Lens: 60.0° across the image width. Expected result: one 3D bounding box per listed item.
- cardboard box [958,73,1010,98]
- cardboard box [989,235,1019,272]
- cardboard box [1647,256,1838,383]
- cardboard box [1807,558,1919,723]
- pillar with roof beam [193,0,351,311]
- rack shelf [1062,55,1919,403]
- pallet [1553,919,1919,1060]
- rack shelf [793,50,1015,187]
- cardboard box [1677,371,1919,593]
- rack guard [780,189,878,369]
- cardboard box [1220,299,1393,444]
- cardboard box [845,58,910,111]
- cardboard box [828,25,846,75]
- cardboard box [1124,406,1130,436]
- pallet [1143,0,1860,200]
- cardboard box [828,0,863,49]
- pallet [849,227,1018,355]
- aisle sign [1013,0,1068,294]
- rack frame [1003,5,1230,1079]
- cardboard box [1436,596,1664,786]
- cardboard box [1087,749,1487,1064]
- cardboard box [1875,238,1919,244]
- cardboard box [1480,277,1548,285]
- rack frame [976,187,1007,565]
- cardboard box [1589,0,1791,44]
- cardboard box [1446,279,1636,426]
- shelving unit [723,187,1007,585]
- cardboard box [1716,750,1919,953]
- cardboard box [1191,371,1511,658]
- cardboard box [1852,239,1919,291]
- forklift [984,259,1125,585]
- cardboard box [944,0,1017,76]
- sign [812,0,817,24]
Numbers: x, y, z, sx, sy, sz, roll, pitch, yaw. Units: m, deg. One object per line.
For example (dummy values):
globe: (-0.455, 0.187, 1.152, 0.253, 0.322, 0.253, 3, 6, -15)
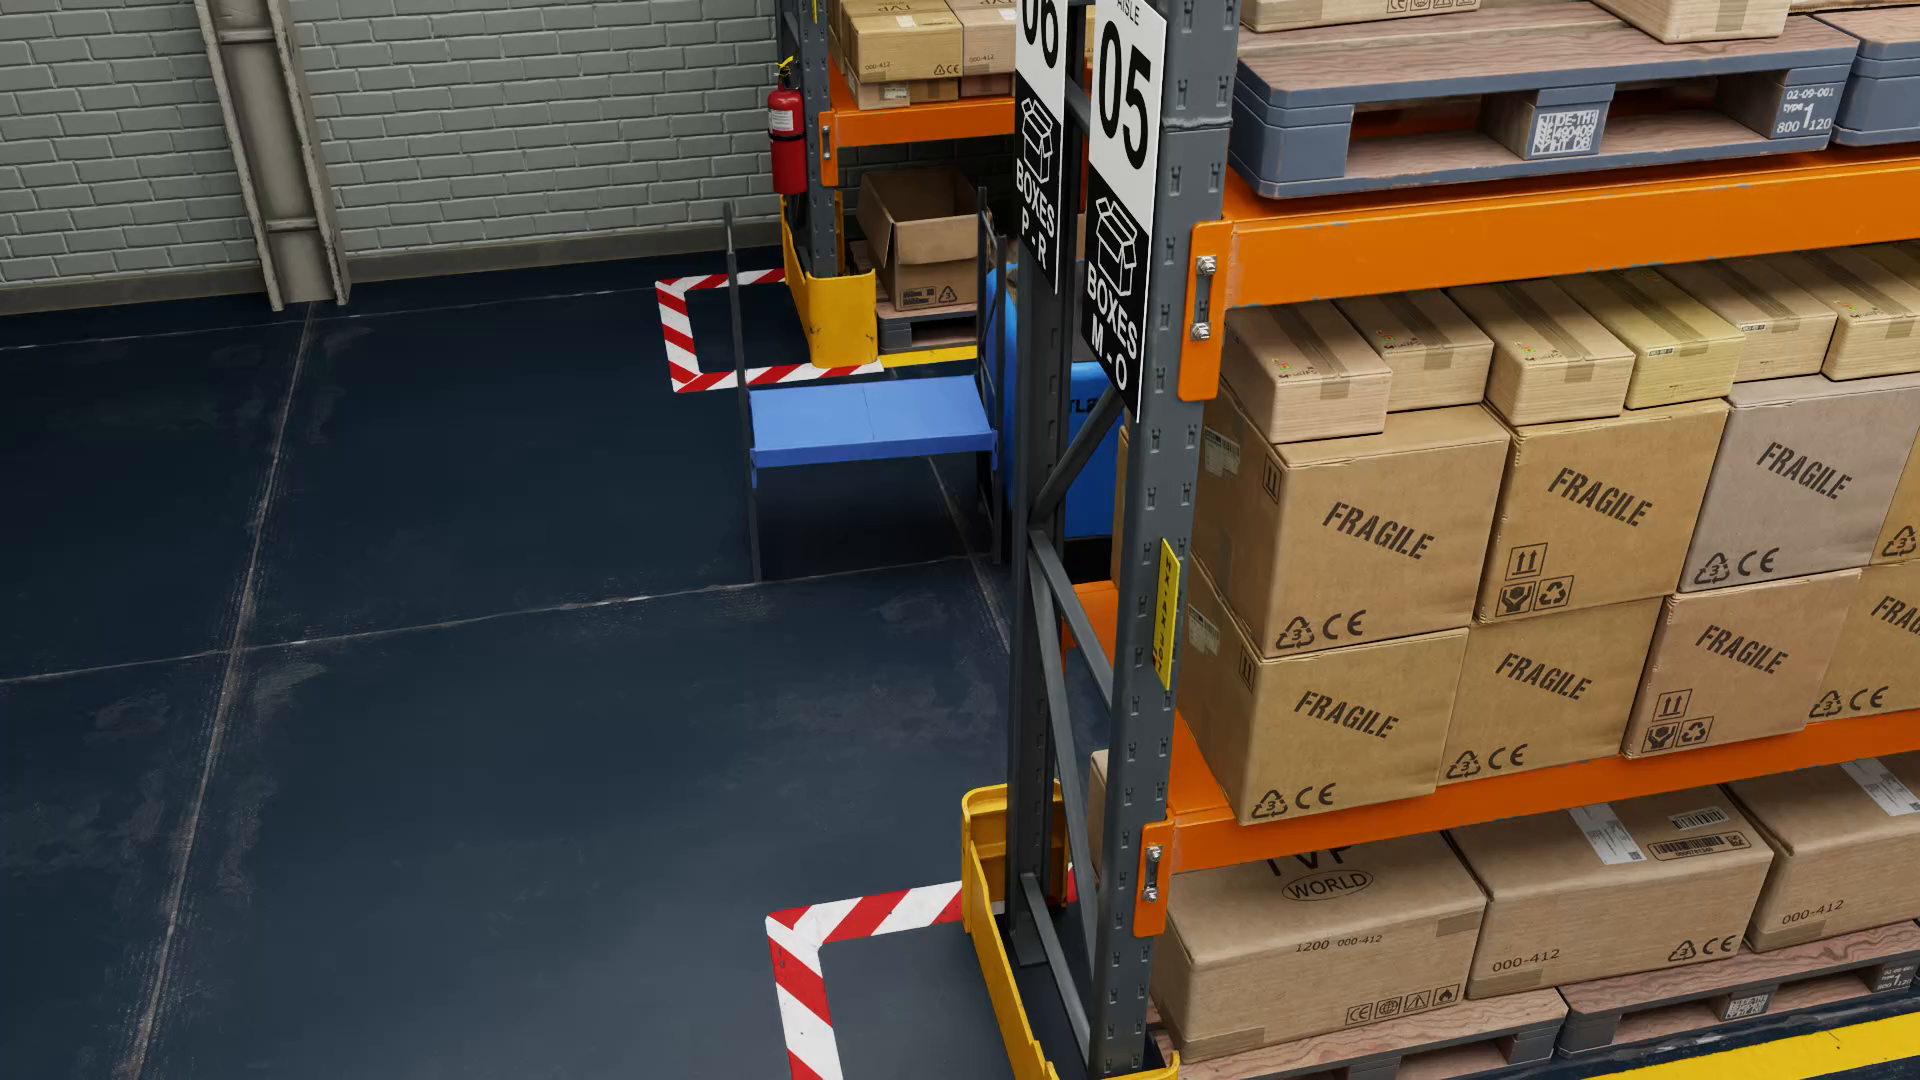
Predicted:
cardboard box: (0.082, -2.344, 8.276, 0.250, 0.149, 0.380, -8, 35, -11)
cardboard box: (0.255, -1.495, 8.967, 0.250, 0.149, 0.380, -9, 35, -12)
cardboard box: (1.736, -0.515, 3.756, 0.250, 0.149, 0.380, -7, 34, -10)
cardboard box: (2.317, 0.103, 4.315, 0.500, 0.500, 0.500, -6, 34, -9)
pillar with roof beam: (-2.665, -2.759, 3.286, 0.400, 9.000, 9.100, -7, 35, -11)
rack shelf: (2.264, -0.945, 3.920, 4.000, 0.370, 1.077, -7, 35, -11)
pallet: (2.263, 1.117, 5.396, 1.213, 0.211, 1.003, -7, 35, -11)
rack shelf: (1.165, -2.397, 8.775, 4.000, 0.370, 1.077, -7, 35, -11)
cardboard box: (1.847, -0.248, 3.940, 0.500, 0.500, 0.500, -7, 35, -11)
rack guard: (-0.712, -1.421, 8.919, 0.348, 0.500, 1.175, -7, 35, -11)
cardboard box: (0.720, -0.371, 3.542, 0.250, 0.149, 0.380, -6, 34, -10)
cardboard box: (-0.405, -2.236, 8.116, 0.250, 0.149, 0.380, -7, 35, -11)
cardboard box: (-0.522, -2.532, 8.556, 0.250, 0.149, 0.380, -8, 35, -11)
cardboard box: (0.731, -0.397, 4.163, 0.500, 0.500, 0.500, -6, 34, -9)
pallet: (1.034, -1.058, 3.522, 1.213, 0.211, 1.003, -7, 35, -11)
cardboard box: (-0.396, -2.711, 8.466, 0.500, 0.250, 0.500, -6, 34, -9)
pallet: (0.066, -1.399, 9.146, 1.213, 0.211, 1.003, -7, 35, -11)
aisle sign: (0.174, -0.991, 3.702, 0.004, 0.787, 0.394, -7, 35, -11)
rack frame: (0.313, 0.248, 4.189, 0.127, 3.000, 1.000, -7, 35, -11)
cardboard box: (1.332, 0.226, 4.131, 0.500, 0.500, 0.500, -8, 35, -11)
cardboard box: (0.935, 1.002, 4.987, 0.875, 0.438, 0.875, -8, 35, -12)
cardboard box: (2.360, -0.895, 4.323, 0.250, 0.149, 0.380, -7, 35, -10)
cardboard box: (1.349, -0.761, 4.124, 0.250, 0.149, 0.380, -6, 34, -9)
rack frame: (0.124, -0.655, 6.881, 0.032, 1.500, 0.500, -5, 34, -7)
cardboard box: (1.425, -1.118, 3.291, 0.250, 0.149, 0.380, -6, 34, -9)
cardboard box: (1.239, -0.412, 3.603, 0.250, 0.149, 0.380, -6, 34, -9)
shelving unit: (-0.379, -0.613, 6.818, 1.048, 1.500, 0.538, -5, 34, -7)
cardboard box: (2.705, 0.775, 5.326, 0.875, 0.438, 0.875, -8, 35, -12)
cardboard box: (0.844, -0.113, 3.739, 0.500, 0.500, 0.500, -8, 35, -12)
cardboard box: (2.242, -0.539, 3.792, 0.250, 0.149, 0.380, -8, 35, -12)
forklift: (1.658, -1.355, 6.639, 3.031, 2.935, 1.130, -5, 34, -7)
cardboard box: (0.208, -2.482, 8.124, 0.500, 0.250, 0.500, -7, 34, -10)
sign: (-0.666, -2.514, 7.527, 0.005, 0.325, 0.100, -7, 35, -11)
